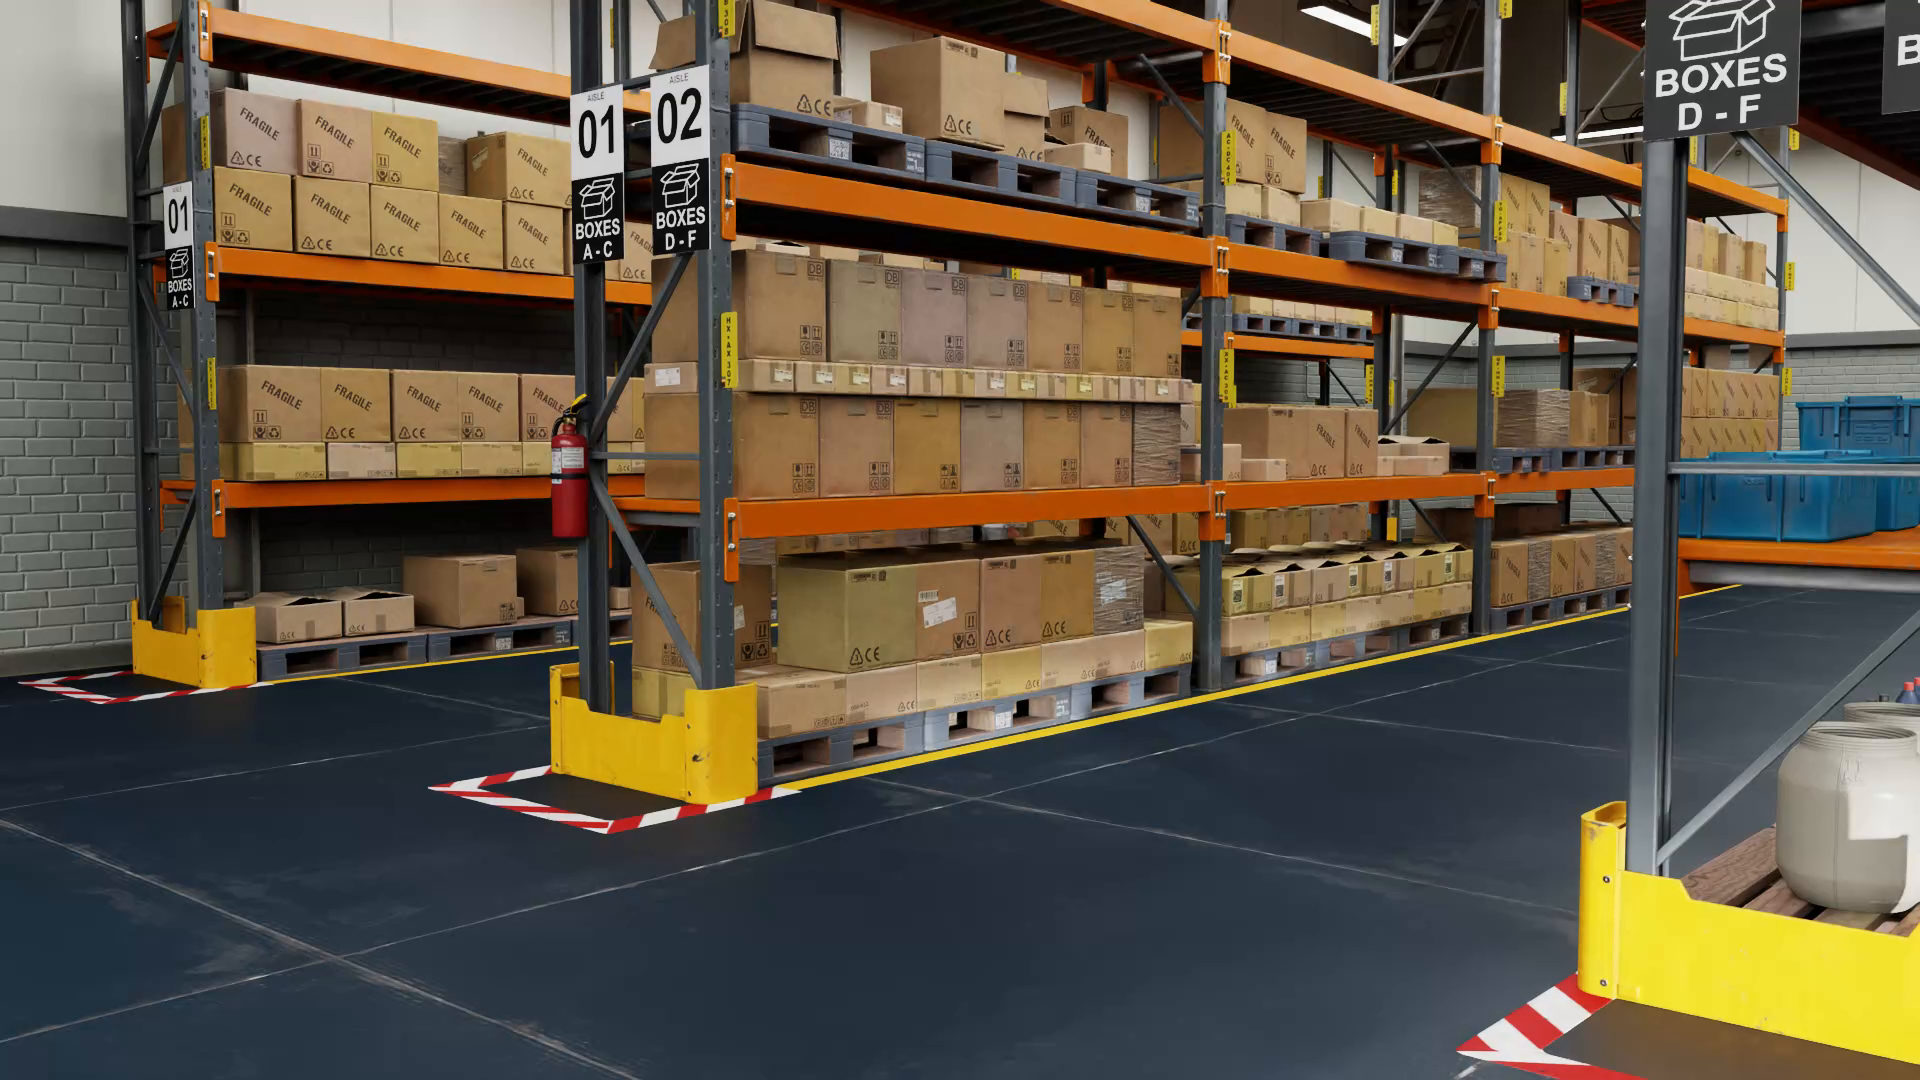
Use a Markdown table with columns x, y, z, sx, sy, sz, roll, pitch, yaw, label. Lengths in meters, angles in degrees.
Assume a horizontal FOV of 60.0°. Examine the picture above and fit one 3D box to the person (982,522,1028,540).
| x | y | z | sx | sy | sz | roll | pitch | yaw | label |
| --- | --- | --- | --- | --- | --- | --- | --- | --- | --- |
| 0.344 | -0.091 | 12.923 | 0.586 | 1.773 | 0.575 | -1 | 4 | -13 | person |
